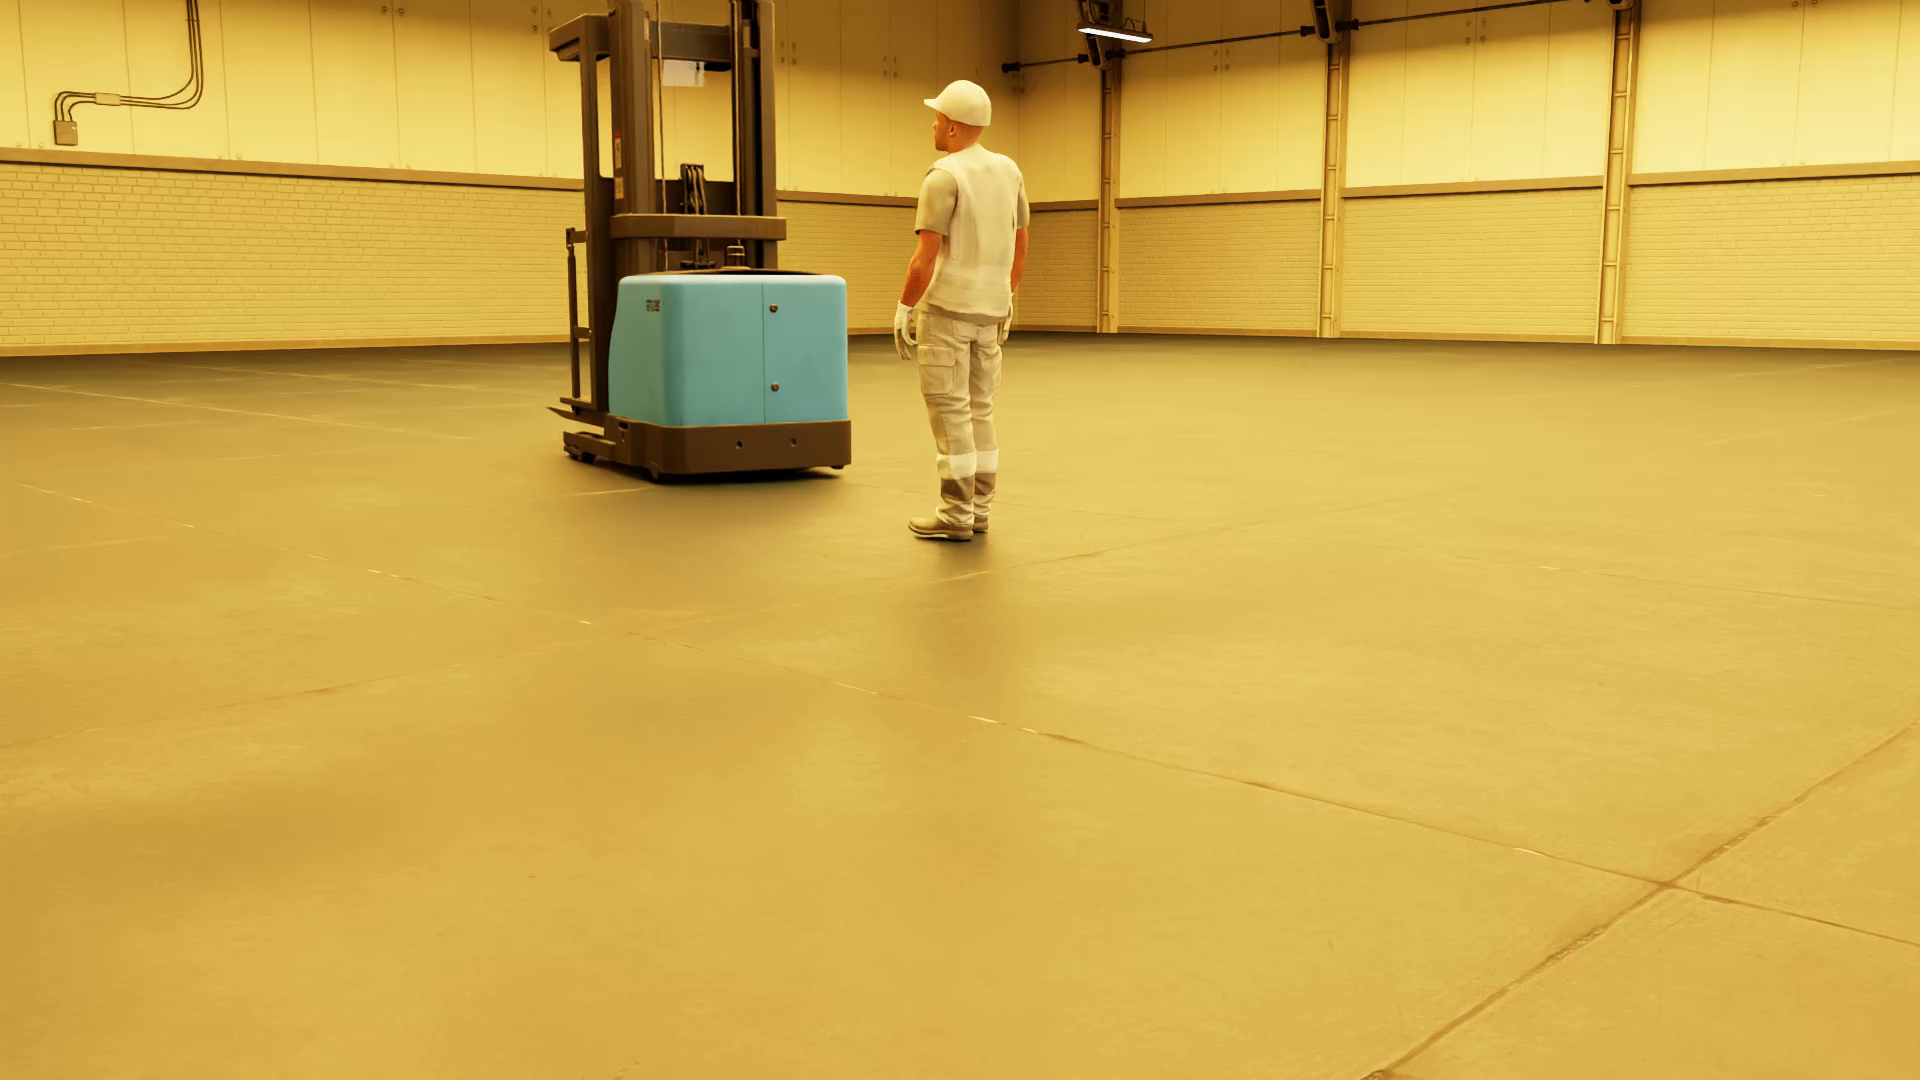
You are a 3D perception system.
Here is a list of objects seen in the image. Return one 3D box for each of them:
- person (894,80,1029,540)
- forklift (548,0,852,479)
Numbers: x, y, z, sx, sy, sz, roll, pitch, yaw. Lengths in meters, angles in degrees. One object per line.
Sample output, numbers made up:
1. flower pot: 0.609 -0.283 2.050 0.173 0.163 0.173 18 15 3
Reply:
1. person: -0.049 -0.902 6.647 0.564 1.787 0.637 8 12 43
2. forklift: -1.729 -1.942 9.770 1.130 2.935 3.031 -5 10 -28
